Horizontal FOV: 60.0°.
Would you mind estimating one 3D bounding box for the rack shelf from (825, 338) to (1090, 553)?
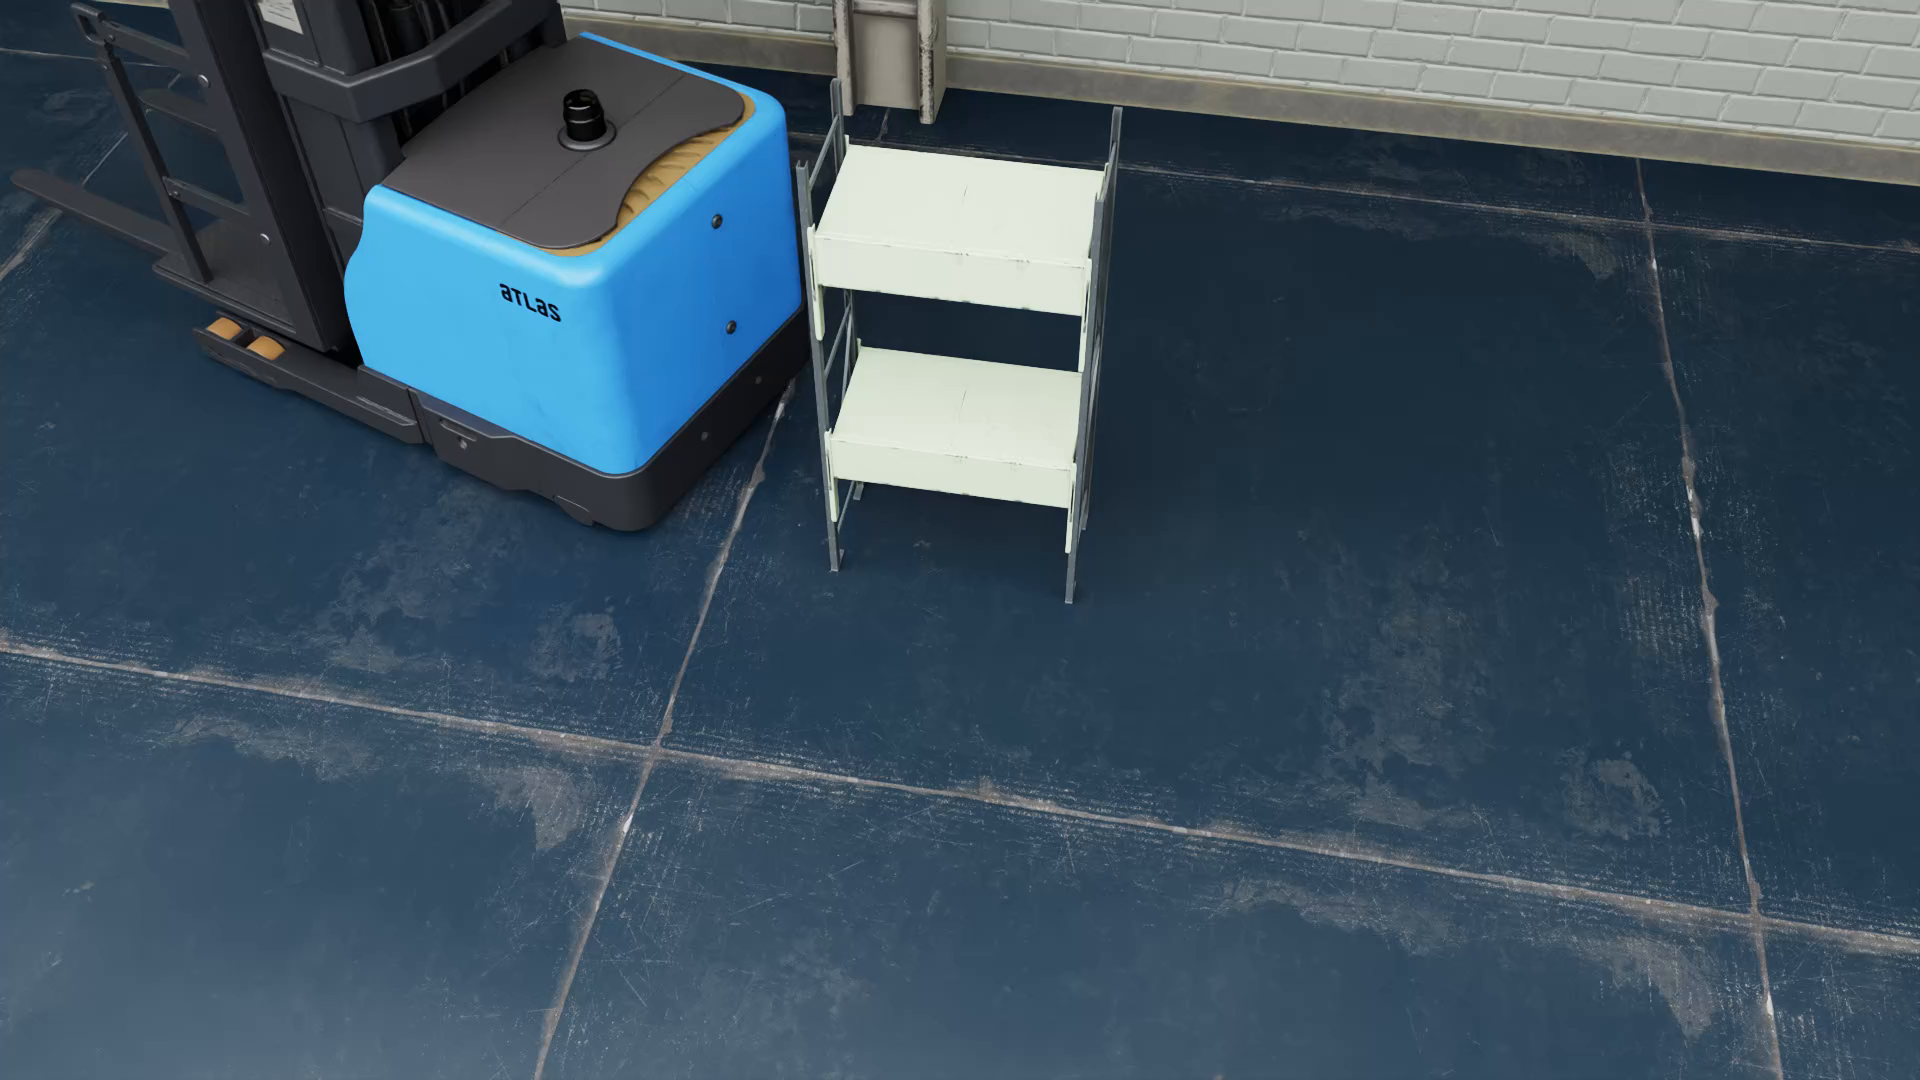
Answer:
[{"bbox_3d":[0.007,-0.283,4.934,0.720,0.370,0.431,8,49,7],"label":"rack shelf"}]

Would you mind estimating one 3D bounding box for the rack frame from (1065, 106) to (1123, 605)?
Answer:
[{"bbox_3d":[0.367,-0.452,4.648,0.023,1.500,0.400,8,49,7],"label":"rack frame"}]

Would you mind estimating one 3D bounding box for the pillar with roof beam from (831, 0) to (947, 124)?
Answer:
[{"bbox_3d":[-1.042,-1.689,0.718,0.400,9.000,9.100,8,49,7],"label":"pillar with roof beam"}]

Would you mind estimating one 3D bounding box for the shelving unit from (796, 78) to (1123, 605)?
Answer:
[{"bbox_3d":[0.007,-0.500,4.691,0.755,1.500,0.431,8,49,7],"label":"shelving unit"}]

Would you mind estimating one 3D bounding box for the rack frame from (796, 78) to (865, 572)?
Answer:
[{"bbox_3d":[-0.354,-0.549,4.735,0.023,1.500,0.400,8,49,7],"label":"rack frame"}]

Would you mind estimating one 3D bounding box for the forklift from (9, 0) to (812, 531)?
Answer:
[{"bbox_3d":[-2.047,-1.829,4.923,3.031,2.935,1.130,23,52,19],"label":"forklift"}]

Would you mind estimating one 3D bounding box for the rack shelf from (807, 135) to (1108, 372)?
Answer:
[{"bbox_3d":[0.007,-0.761,4.401,0.720,0.370,0.431,8,49,7],"label":"rack shelf"}]
